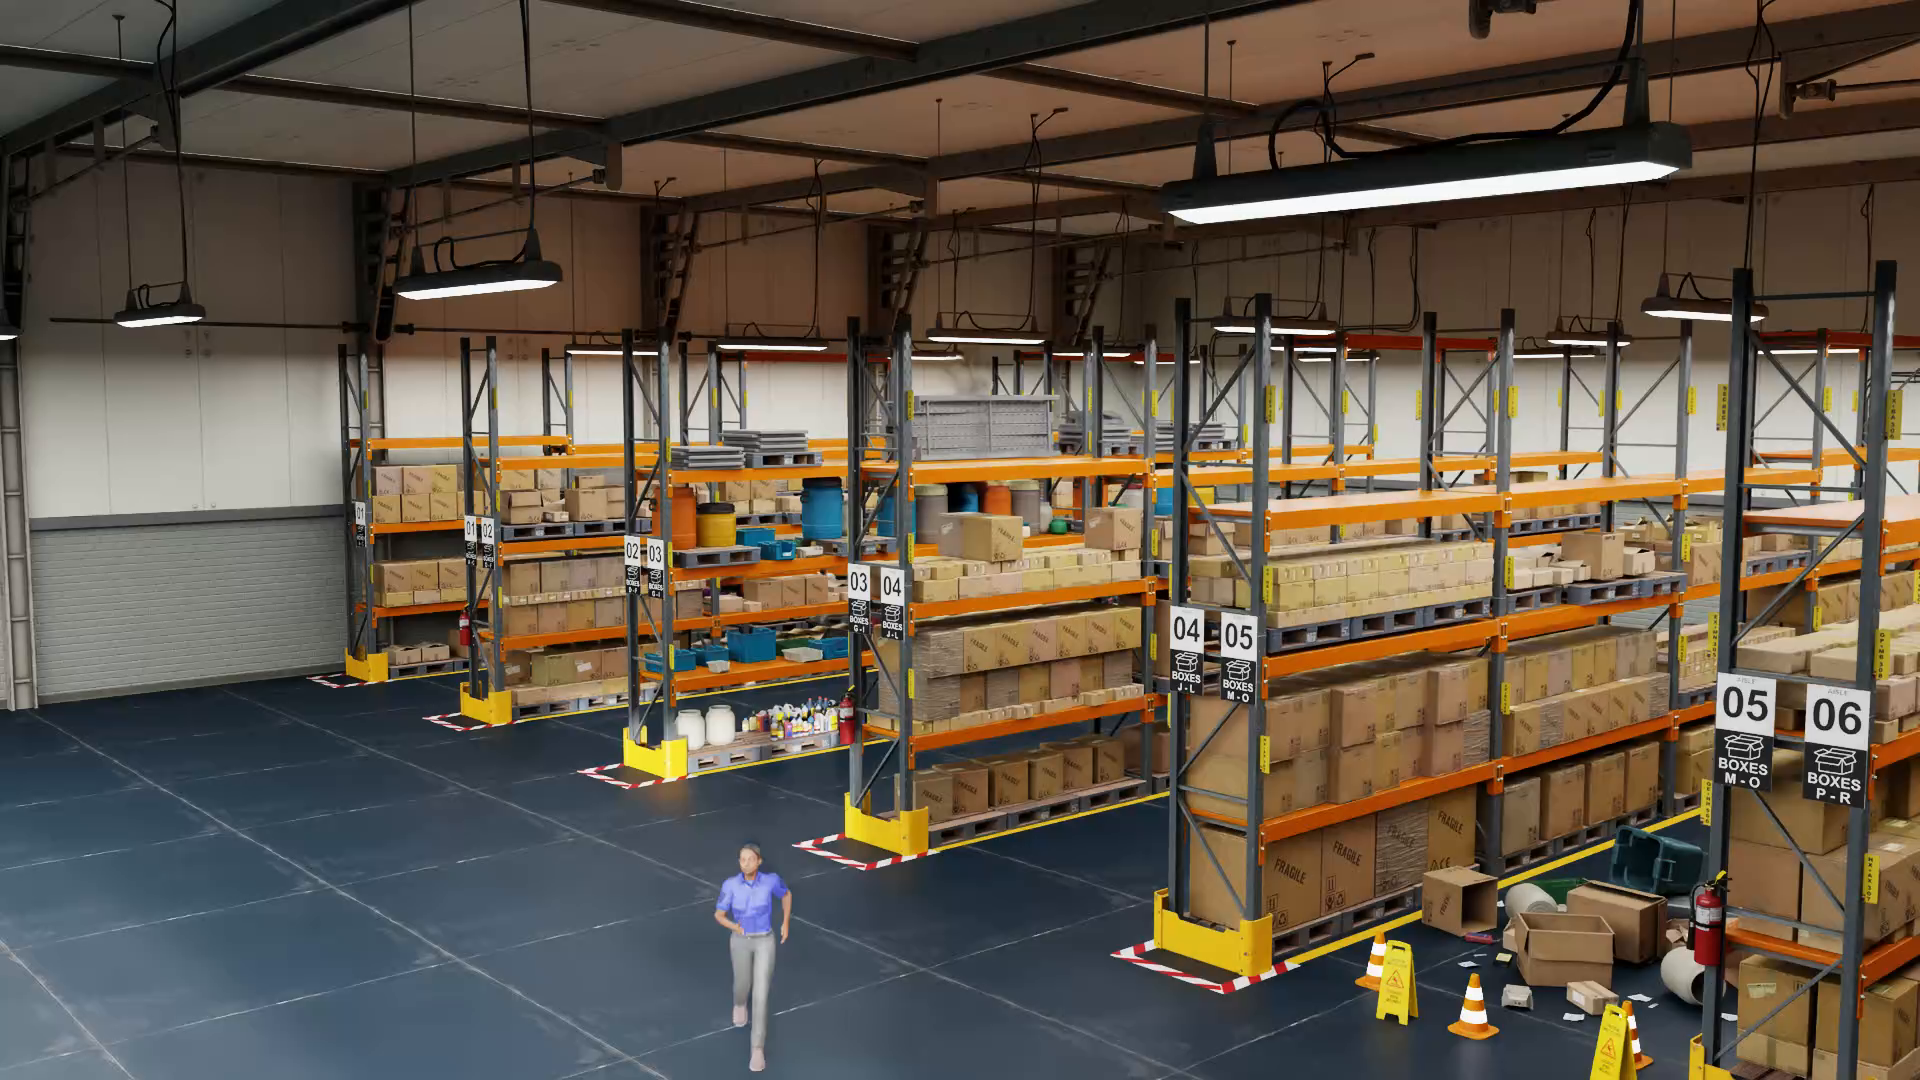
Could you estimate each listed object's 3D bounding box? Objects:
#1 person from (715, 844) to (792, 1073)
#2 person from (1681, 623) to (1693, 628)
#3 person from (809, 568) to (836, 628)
[{"bbox_3d":[-1.613,3.216,13.025,0.588,1.545,0.921,0,5,-3],"label":"person"},{"bbox_3d":[10.983,2.091,25.058,0.968,1.677,0.577,-5,7,-43],"label":"person"},{"bbox_3d":[-2.807,1.278,33.702,0.669,1.785,0.566,4,7,39],"label":"person"}]
